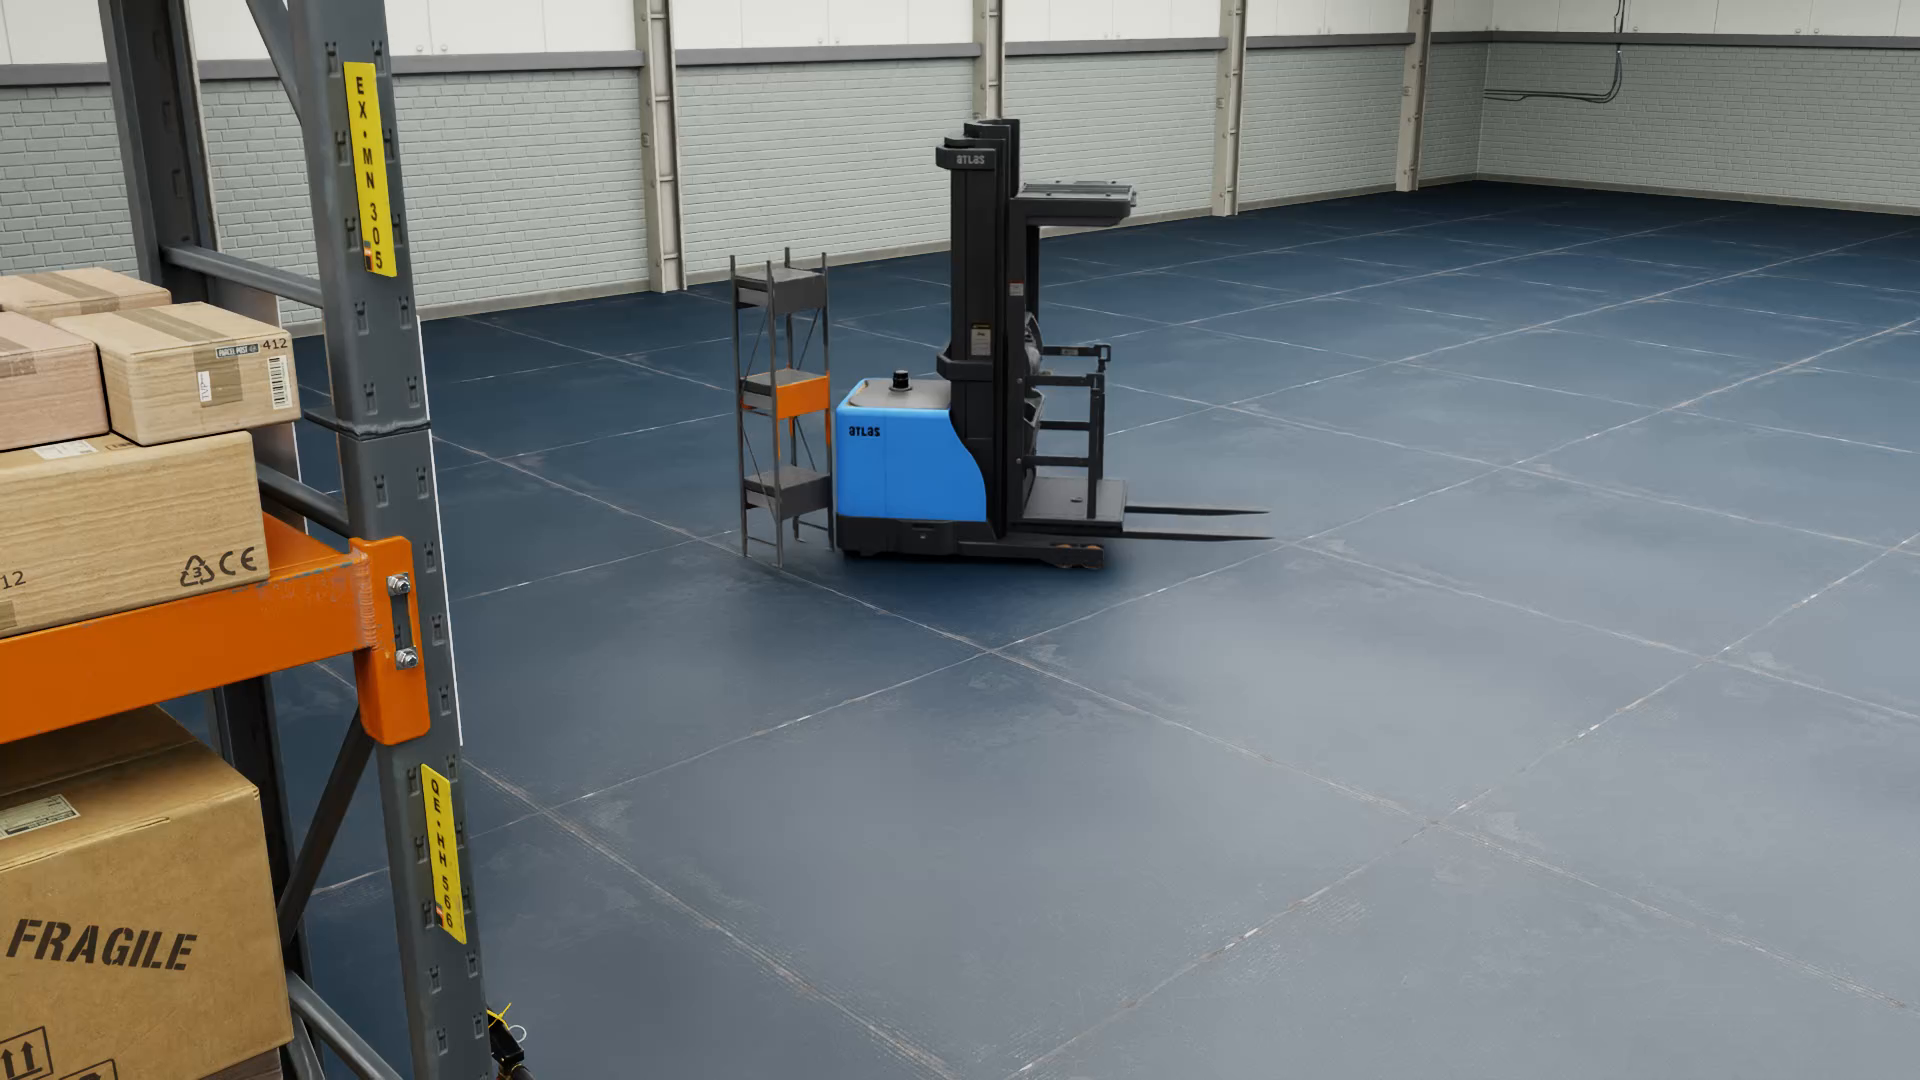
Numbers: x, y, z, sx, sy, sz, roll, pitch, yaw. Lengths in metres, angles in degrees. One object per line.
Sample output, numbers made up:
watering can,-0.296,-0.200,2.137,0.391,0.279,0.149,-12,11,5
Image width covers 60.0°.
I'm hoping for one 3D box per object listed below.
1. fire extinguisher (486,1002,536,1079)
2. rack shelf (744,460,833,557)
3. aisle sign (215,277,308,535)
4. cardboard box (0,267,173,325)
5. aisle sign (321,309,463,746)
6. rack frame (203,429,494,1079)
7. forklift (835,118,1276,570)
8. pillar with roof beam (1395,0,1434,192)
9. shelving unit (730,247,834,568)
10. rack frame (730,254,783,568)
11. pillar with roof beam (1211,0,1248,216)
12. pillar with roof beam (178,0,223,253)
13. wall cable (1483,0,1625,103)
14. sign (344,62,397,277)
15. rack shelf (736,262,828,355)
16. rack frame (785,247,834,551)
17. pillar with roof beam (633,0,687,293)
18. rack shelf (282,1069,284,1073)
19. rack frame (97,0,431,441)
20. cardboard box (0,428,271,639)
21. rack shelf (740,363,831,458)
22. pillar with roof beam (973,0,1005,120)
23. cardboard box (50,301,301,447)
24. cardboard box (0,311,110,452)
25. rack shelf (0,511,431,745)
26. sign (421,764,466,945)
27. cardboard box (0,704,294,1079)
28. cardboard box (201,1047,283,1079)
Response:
fire extinguisher,-0.895,1.254,3.380,0.183,0.674,0.296,-16,24,-41
rack shelf,-1.207,-0.226,11.592,0.431,0.518,0.480,16,24,40
aisle sign,-1.455,-0.179,3.458,0.004,0.787,0.394,-16,24,-41
cardboard box,-1.653,-0.401,3.090,0.250,0.149,0.380,-16,24,-41
aisle sign,-1.043,-0.045,3.044,0.004,0.787,0.394,-16,24,-41
rack frame,-1.294,1.138,3.611,0.127,3.000,1.000,-16,24,-41
forklift,0.693,-1.362,11.434,3.031,2.935,1.130,2,18,7
pillar with roof beam,12.115,-10.495,29.763,0.400,9.000,9.100,-16,24,-41
shelving unit,-1.207,-0.905,11.372,0.431,2.100,0.503,16,24,40
rack frame,-1.370,-0.849,11.200,0.400,2.100,0.015,16,24,40
pillar with roof beam,7.755,-9.223,25.842,0.400,9.000,9.100,-16,24,-41
pillar with roof beam,-5.324,-5.409,14.078,0.400,9.000,9.100,-16,24,-41
wall cable,12.206,-10.310,34.229,0.112,2.526,3.097,-16,24,-41
sign,-0.928,-0.581,2.615,0.005,0.325,0.100,-16,24,-41
rack shelf,-1.207,-1.558,11.160,0.431,0.518,0.480,16,24,40
rack frame,-1.043,-0.961,11.544,0.400,2.100,0.015,16,24,40
pillar with roof beam,-0.964,-6.681,17.999,0.400,9.000,9.100,-16,24,-41
rack shelf,-2.748,1.904,2.415,4.000,0.370,1.077,-16,24,-41
rack frame,-1.294,-1.716,2.686,0.127,3.000,1.000,-16,24,-41
cardboard box,-1.470,-0.058,2.681,0.500,0.250,0.500,-16,24,-40
rack shelf,-1.207,-0.892,11.376,0.431,0.518,0.480,16,24,40
pillar with roof beam,3.396,-7.952,21.921,0.400,9.000,9.100,-16,24,-41
cardboard box,-1.282,-0.278,2.713,0.250,0.149,0.380,-16,24,-41
cardboard box,-1.551,-0.250,2.624,0.380,0.149,0.250,17,25,42
rack shelf,-2.748,0.477,1.953,4.000,0.370,1.077,-16,24,-41
sign,-0.928,0.565,2.987,0.005,0.325,0.100,-16,24,-41
cardboard box,-1.524,0.645,2.866,0.500,0.500,0.500,-16,24,-41
cardboard box,-1.713,1.059,3.210,0.500,0.500,0.875,-16,24,-41
